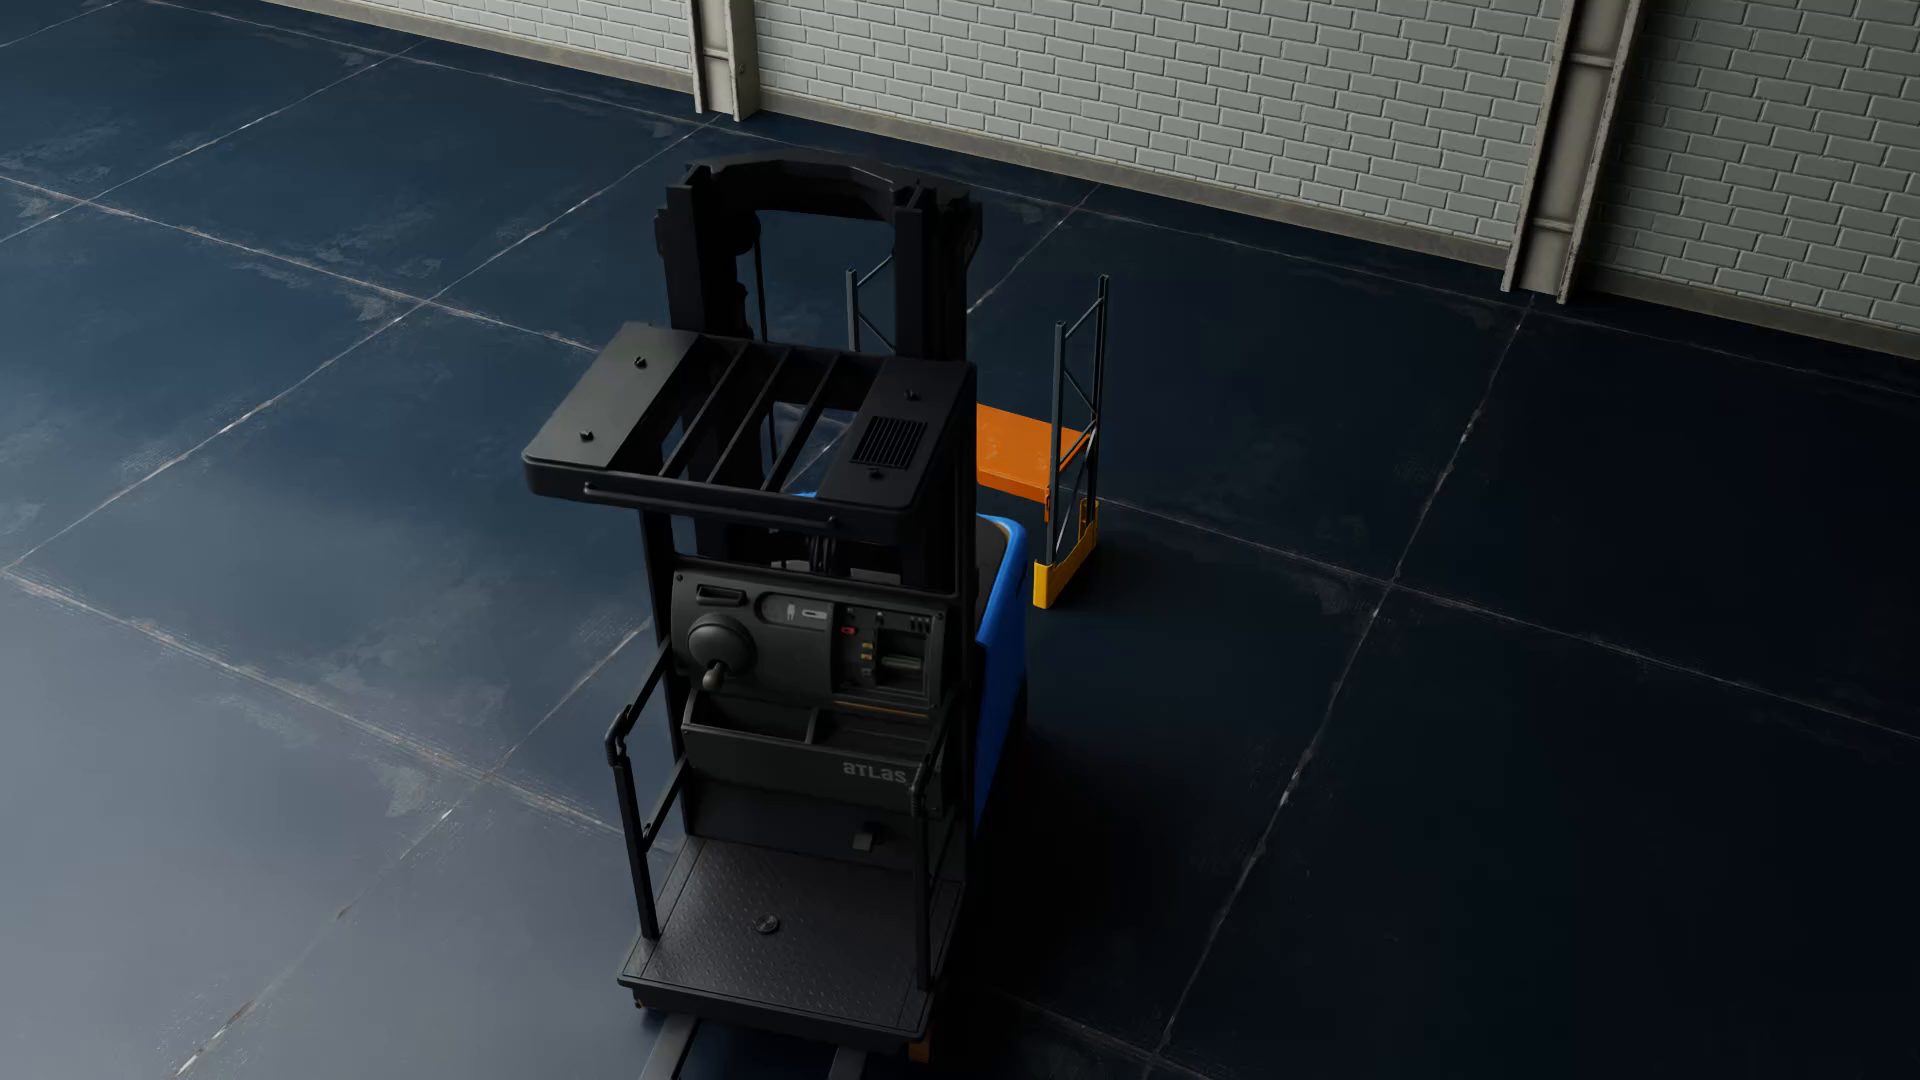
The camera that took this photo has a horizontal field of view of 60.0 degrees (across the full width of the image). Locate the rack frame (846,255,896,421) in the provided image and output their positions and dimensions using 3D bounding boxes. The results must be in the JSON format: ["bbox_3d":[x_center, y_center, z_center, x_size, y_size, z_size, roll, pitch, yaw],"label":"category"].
[{"bbox_3d":[-0.376,-0.715,7.952,0.032,1.500,0.500,17,41,21],"label":"rack frame"}]

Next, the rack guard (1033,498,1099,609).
[{"bbox_3d":[0.510,0.060,7.964,0.087,0.250,0.587,17,41,21],"label":"rack guard"}]

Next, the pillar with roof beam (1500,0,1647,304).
[{"bbox_3d":[1.609,-2.846,4.556,0.400,9.000,9.100,17,41,21],"label":"pillar with roof beam"}]

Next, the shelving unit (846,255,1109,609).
[{"bbox_3d":[0.068,-0.576,7.769,1.083,1.500,0.587,17,41,21],"label":"shelving unit"}]

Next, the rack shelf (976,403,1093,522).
[{"bbox_3d":[0.076,-0.430,7.874,1.000,0.185,0.538,17,41,21],"label":"rack shelf"}]

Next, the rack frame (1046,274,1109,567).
[{"bbox_3d":[0.527,-0.432,7.579,0.032,1.500,0.500,17,41,21],"label":"rack frame"}]

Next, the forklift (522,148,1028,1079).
[{"bbox_3d":[-0.547,0.409,5.287,1.130,2.935,3.031,8,38,10],"label":"forklift"}]

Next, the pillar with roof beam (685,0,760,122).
[{"bbox_3d":[-3.719,-4.514,6.754,0.400,9.000,9.100,17,41,21],"label":"pillar with roof beam"}]
